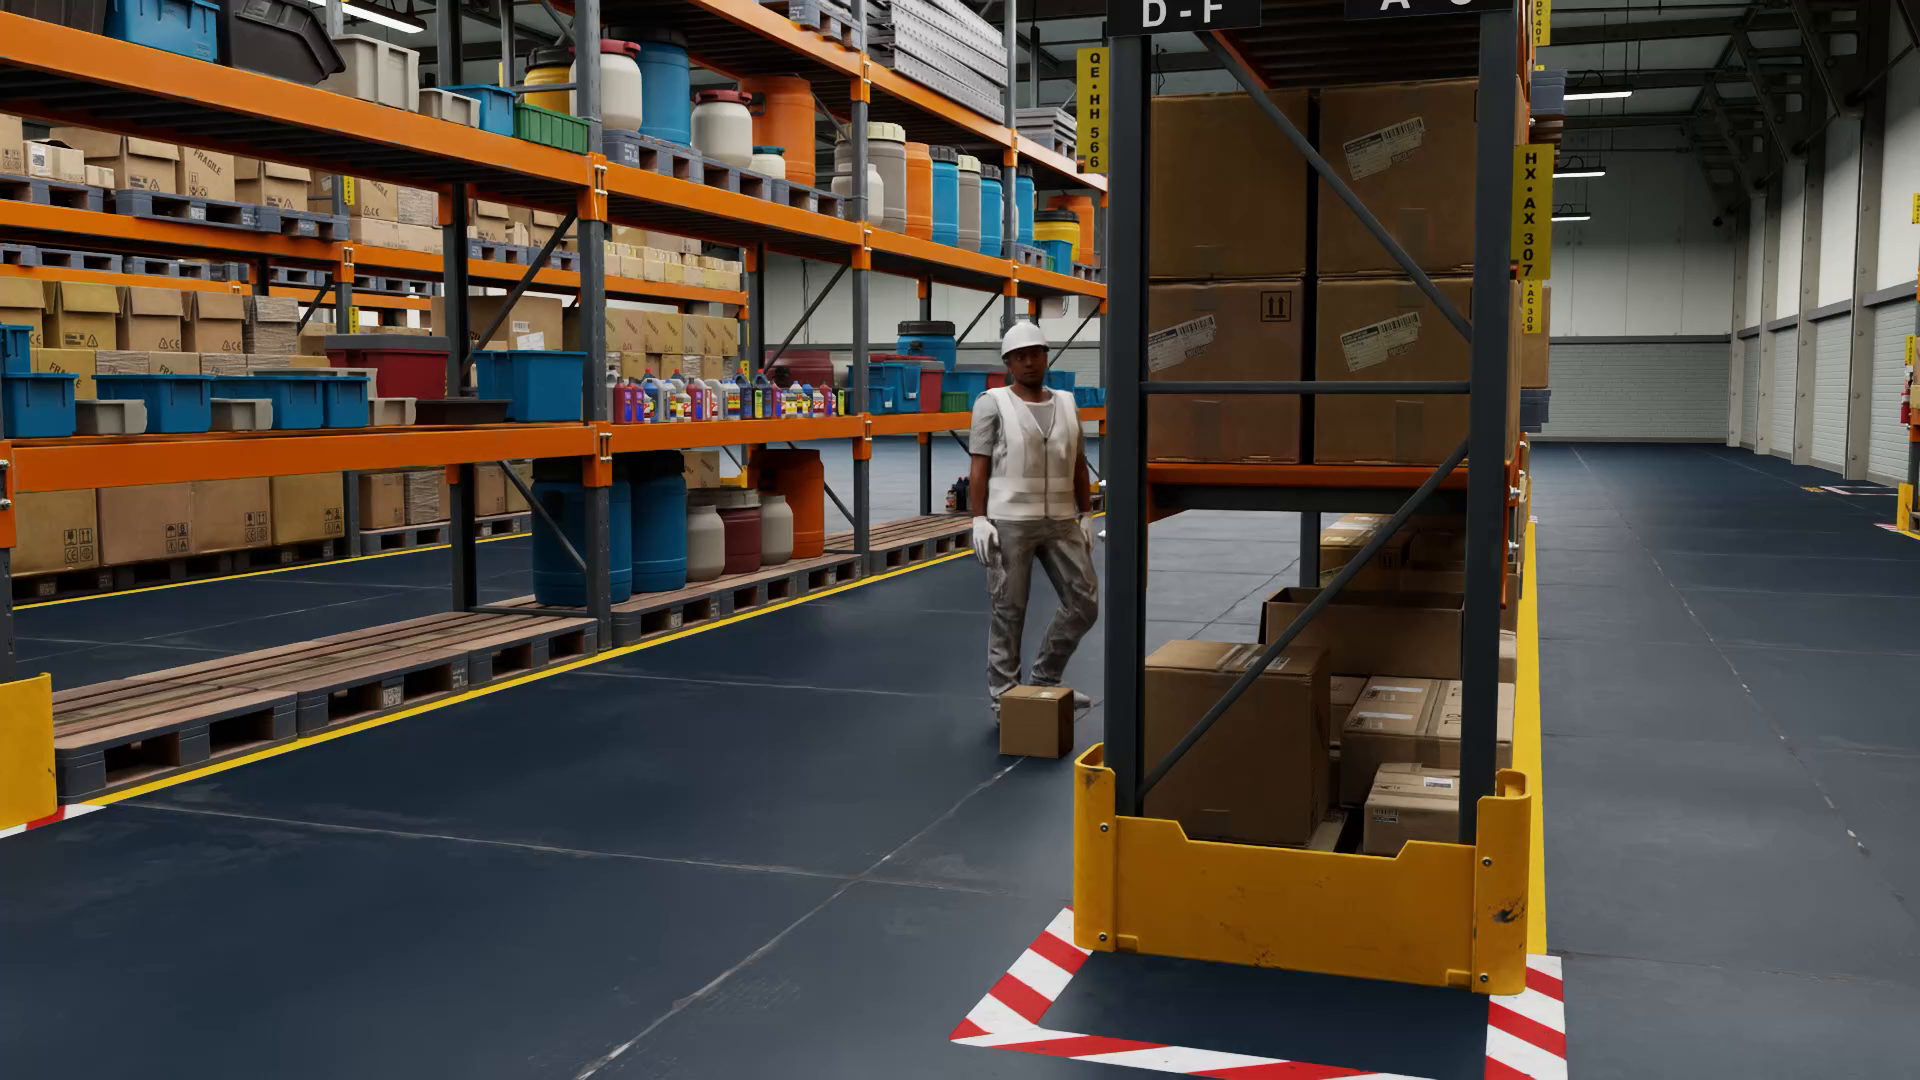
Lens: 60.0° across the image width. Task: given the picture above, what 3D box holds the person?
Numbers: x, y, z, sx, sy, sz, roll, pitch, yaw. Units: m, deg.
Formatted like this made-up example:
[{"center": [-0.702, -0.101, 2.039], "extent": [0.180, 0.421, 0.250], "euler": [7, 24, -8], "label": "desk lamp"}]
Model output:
[{"center": [0.333, -0.065, 7.353], "extent": [0.623, 1.787, 0.429], "euler": [-2, 6, -26], "label": "person"}]
